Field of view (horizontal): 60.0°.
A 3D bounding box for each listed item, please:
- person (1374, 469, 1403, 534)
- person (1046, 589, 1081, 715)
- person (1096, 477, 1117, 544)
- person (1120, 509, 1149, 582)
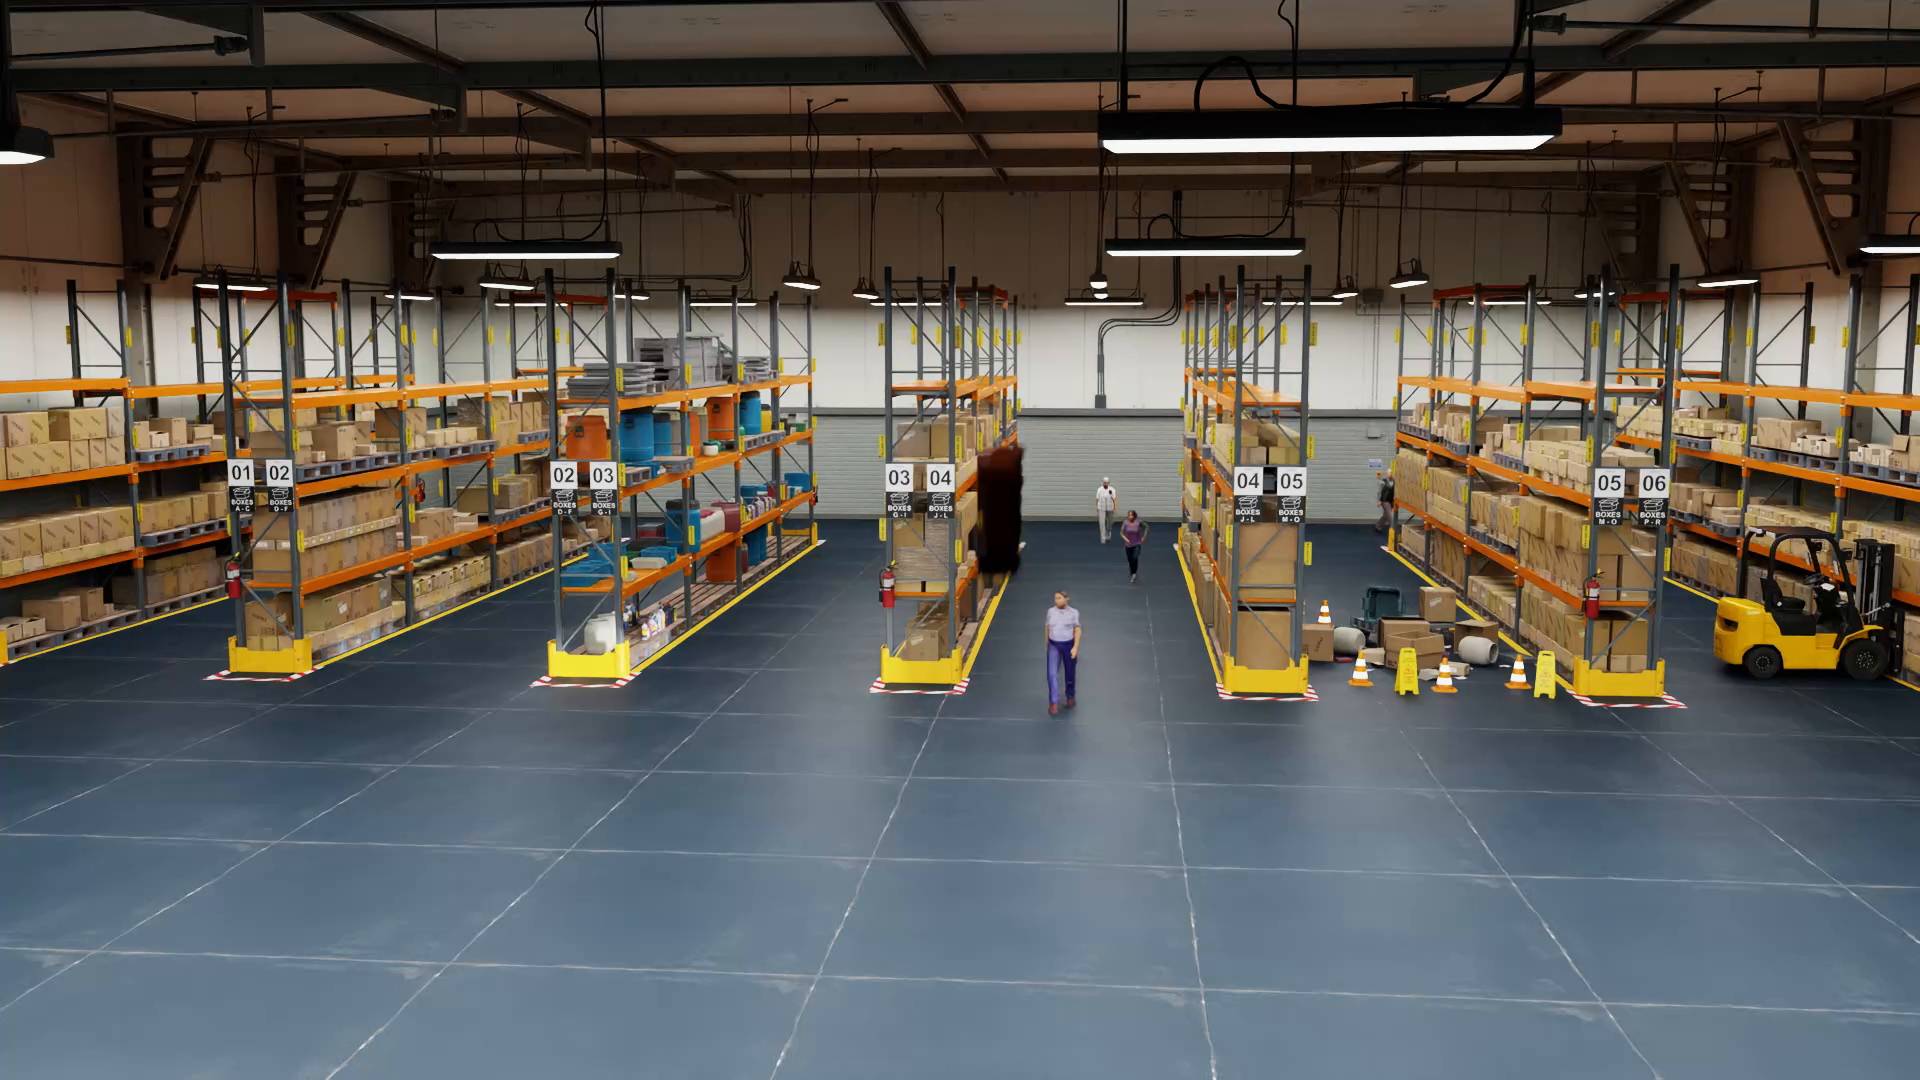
[{"bbox_3d":[10.927,-0.960,42.118,0.508,1.665,1.057,-4,8,-31],"label":"person"},{"bbox_3d":[1.375,1.476,22.361,0.501,1.610,0.904,1,7,10],"label":"person"},{"bbox_3d":[3.575,-0.738,40.591,0.505,1.604,1.034,0,7,2],"label":"person"},{"bbox_3d":[3.568,0.206,34.040,0.571,1.311,0.791,2,7,14],"label":"person"}]
